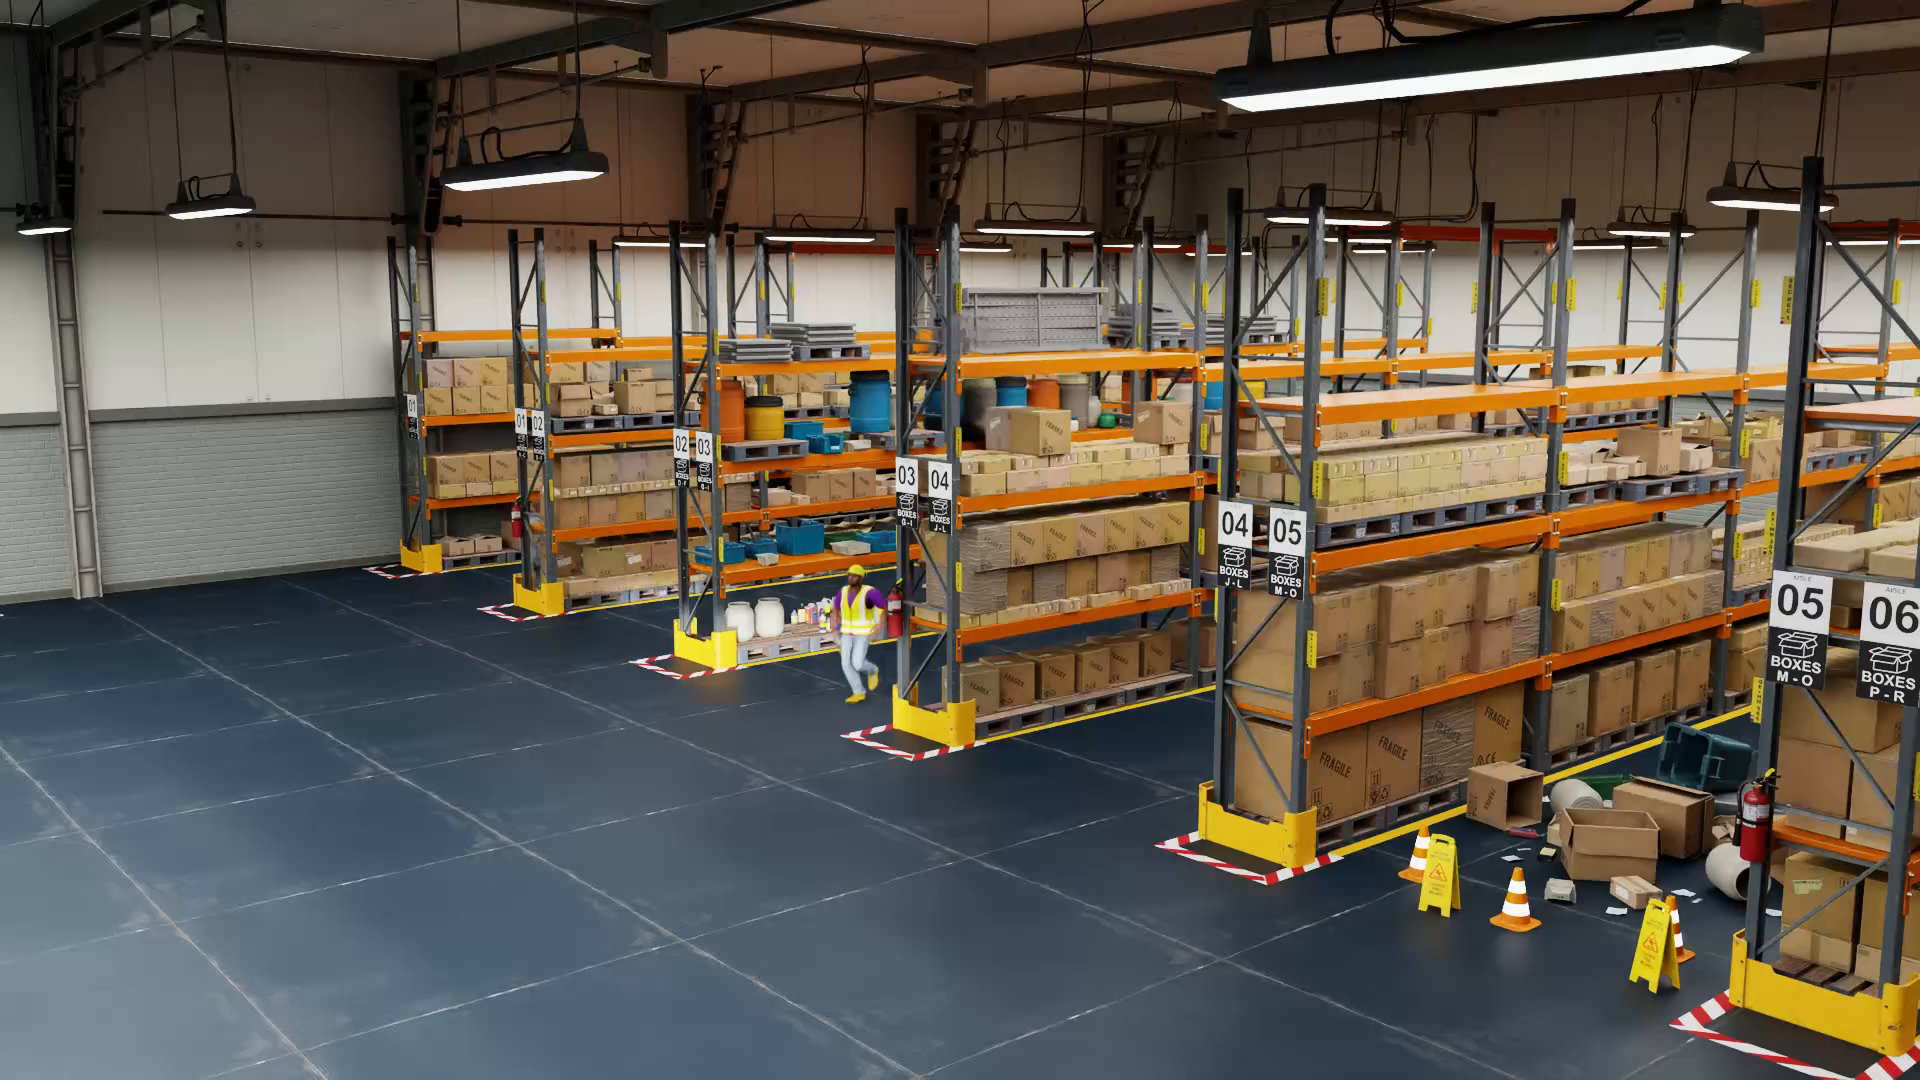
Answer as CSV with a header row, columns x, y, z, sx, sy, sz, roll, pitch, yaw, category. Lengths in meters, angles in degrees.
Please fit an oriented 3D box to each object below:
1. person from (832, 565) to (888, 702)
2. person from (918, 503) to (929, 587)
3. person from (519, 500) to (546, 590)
x,y,z,sx,sy,sz,roll,pitch,yaw,category
-1.276,1.156,20.645,0.759,1.721,0.559,4,10,25,person
-0.548,0.014,28.413,0.589,1.633,0.562,7,11,39,person
-7.176,0.096,28.137,0.520,1.527,0.597,6,11,35,person
